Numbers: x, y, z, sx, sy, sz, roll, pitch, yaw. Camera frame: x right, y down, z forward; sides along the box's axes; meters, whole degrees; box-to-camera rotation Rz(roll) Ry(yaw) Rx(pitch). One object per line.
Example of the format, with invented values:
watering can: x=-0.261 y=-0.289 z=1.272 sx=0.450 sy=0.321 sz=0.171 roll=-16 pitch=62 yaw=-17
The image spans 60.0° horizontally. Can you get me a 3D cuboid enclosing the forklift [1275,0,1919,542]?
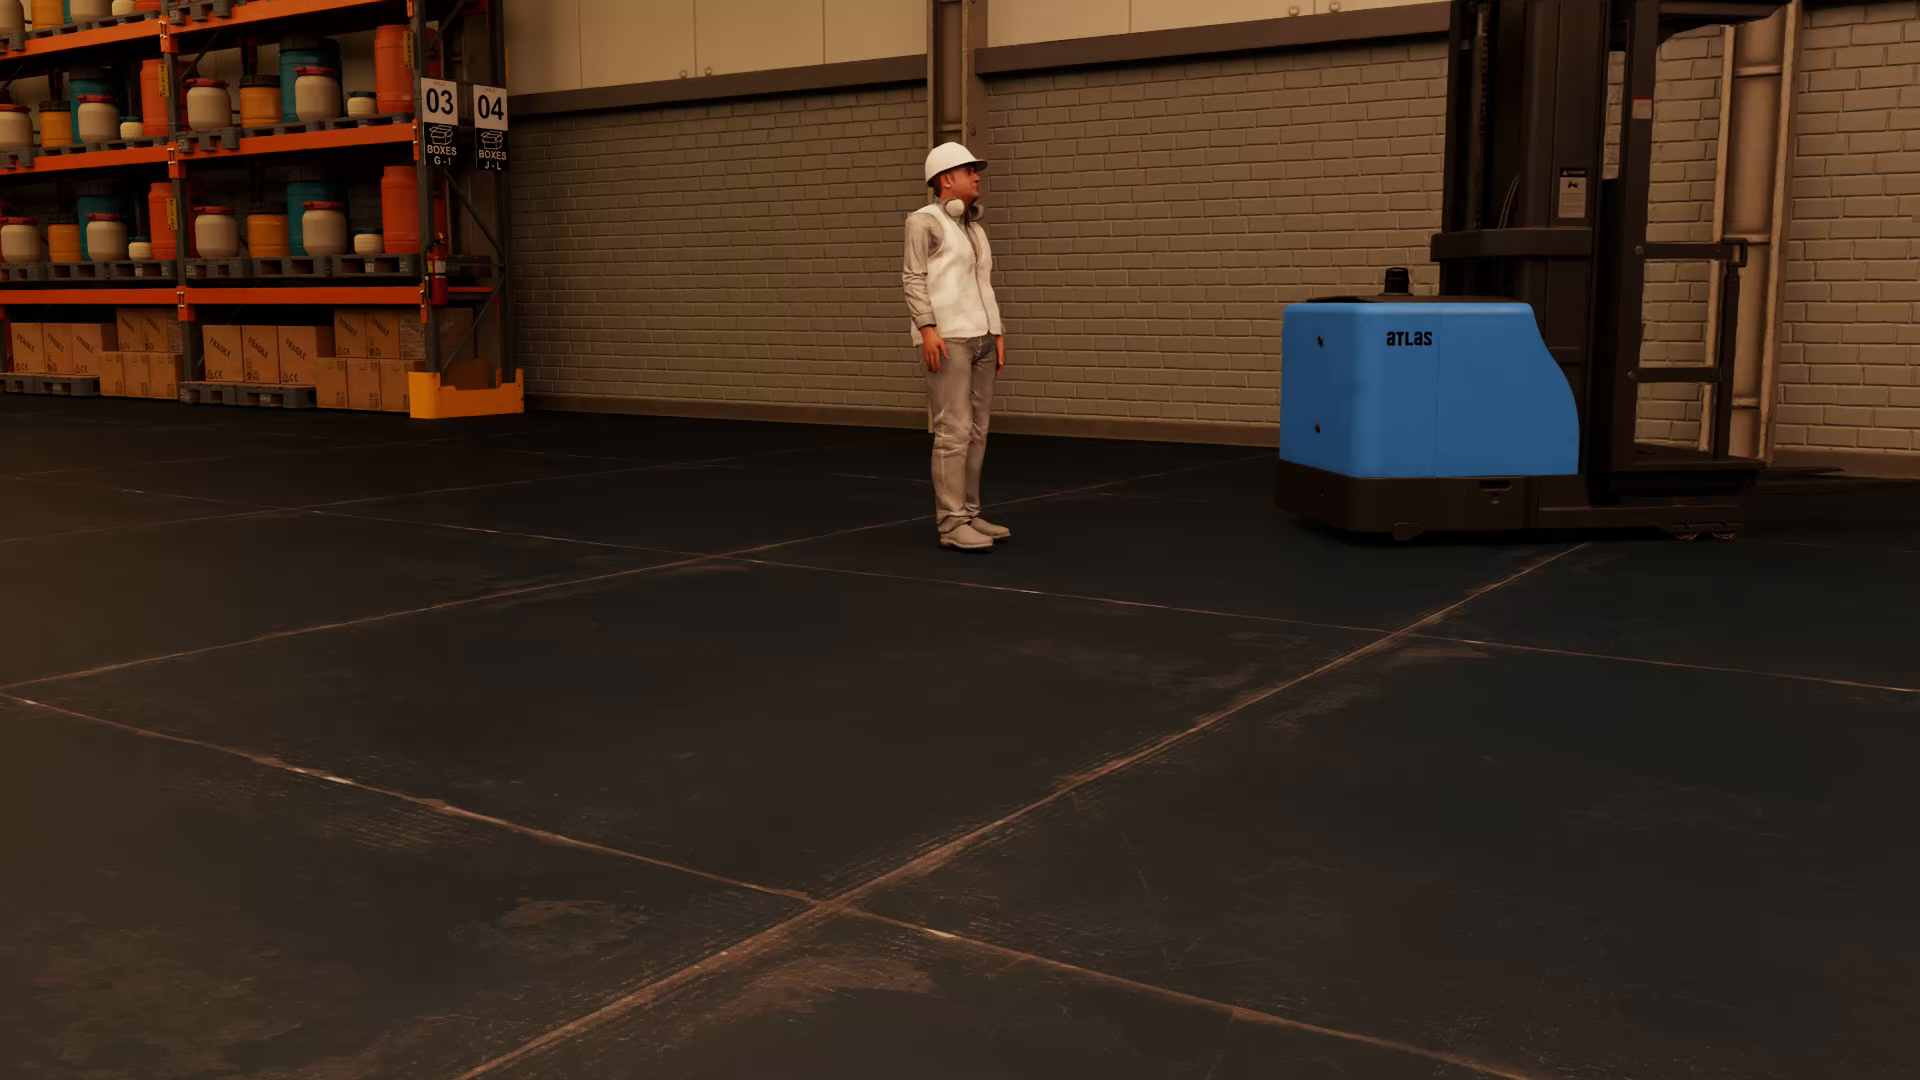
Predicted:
forklift: x=3.128 y=-1.520 z=7.882 sx=3.031 sy=2.935 sz=1.130 roll=-1 pitch=8 yaw=-10

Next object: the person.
person: x=0.049 y=-0.879 z=7.437 sx=0.565 sy=1.776 sz=0.634 roll=5 pitch=10 yaw=34
